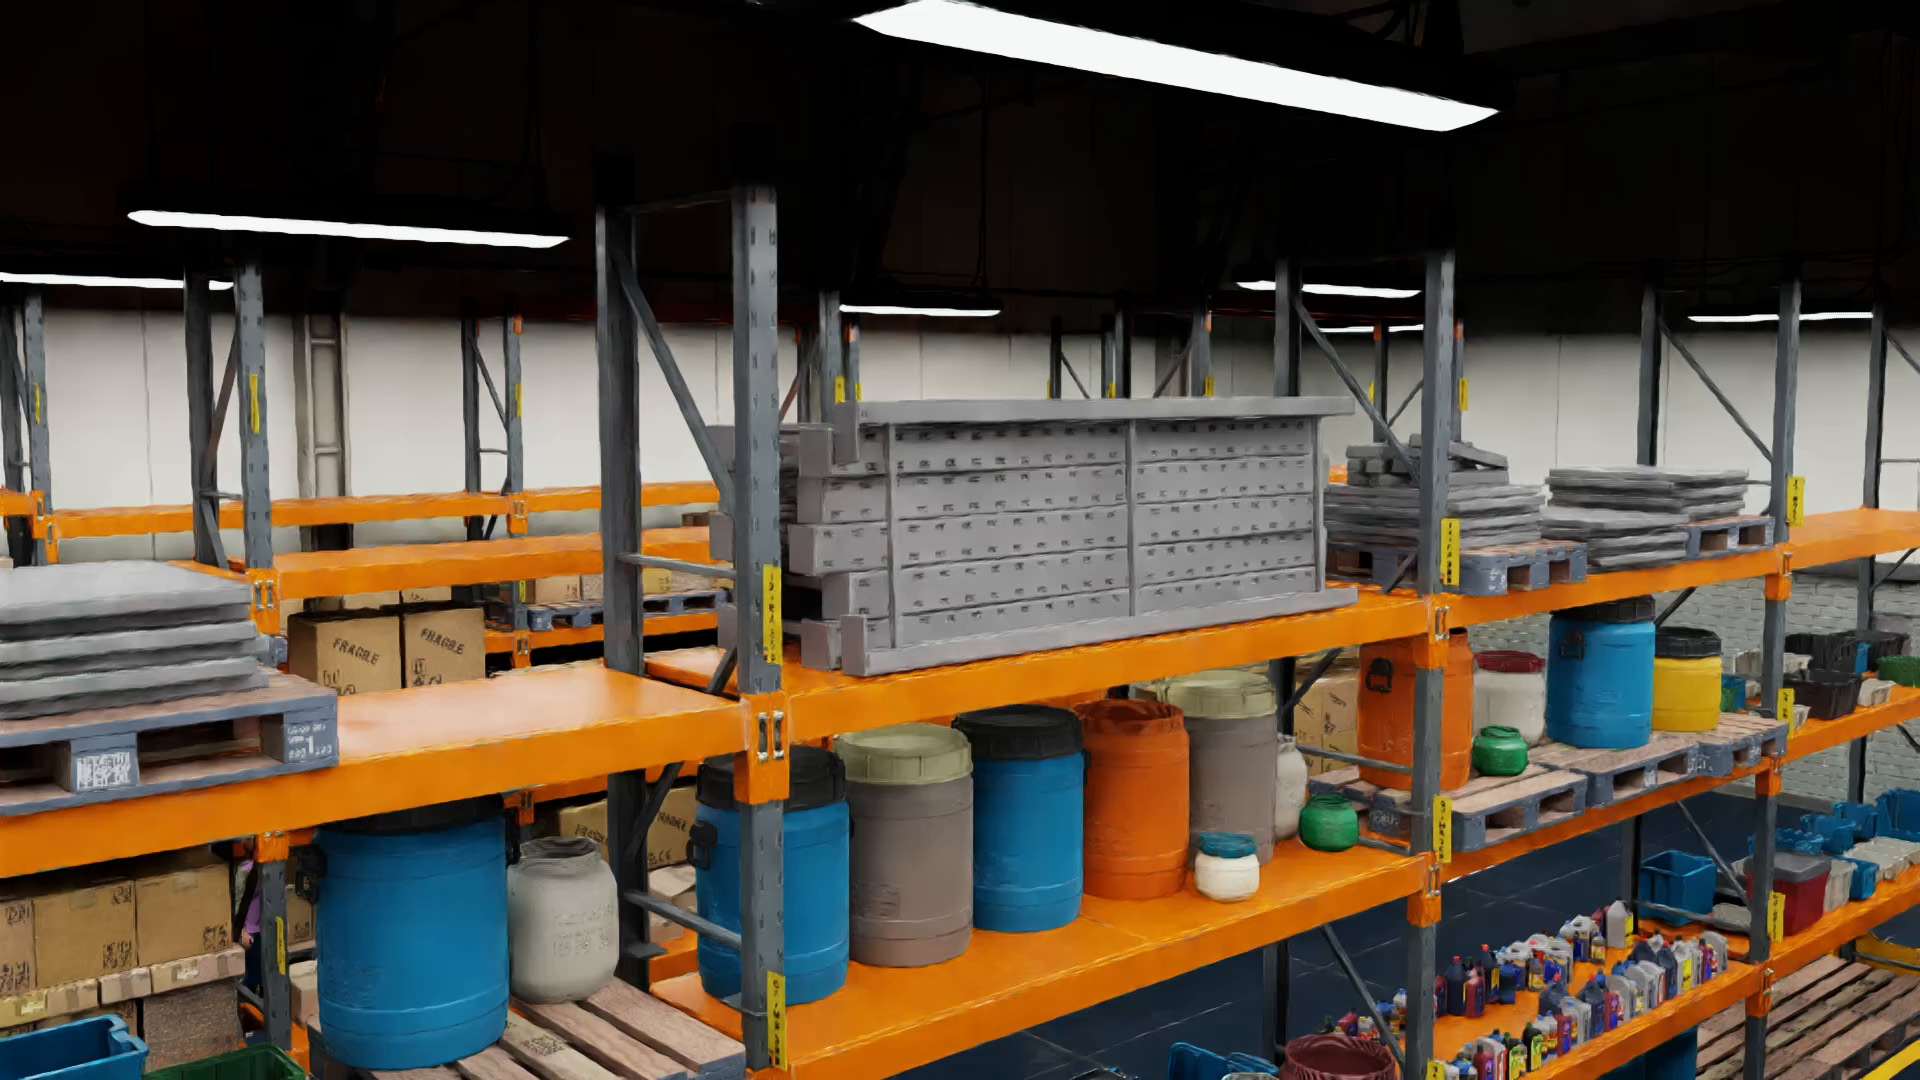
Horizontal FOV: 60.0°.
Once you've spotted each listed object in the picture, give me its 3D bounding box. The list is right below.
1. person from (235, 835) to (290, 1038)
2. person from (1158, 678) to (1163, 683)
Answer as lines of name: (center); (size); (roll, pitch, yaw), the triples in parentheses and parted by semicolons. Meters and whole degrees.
person: (-5.591, 3.129, 13.297); (0.349, 1.641, 0.472); (2, 6, 21)
person: (2.893, 2.215, 21.656); (0.715, 1.785, 0.530); (0, 5, -4)
